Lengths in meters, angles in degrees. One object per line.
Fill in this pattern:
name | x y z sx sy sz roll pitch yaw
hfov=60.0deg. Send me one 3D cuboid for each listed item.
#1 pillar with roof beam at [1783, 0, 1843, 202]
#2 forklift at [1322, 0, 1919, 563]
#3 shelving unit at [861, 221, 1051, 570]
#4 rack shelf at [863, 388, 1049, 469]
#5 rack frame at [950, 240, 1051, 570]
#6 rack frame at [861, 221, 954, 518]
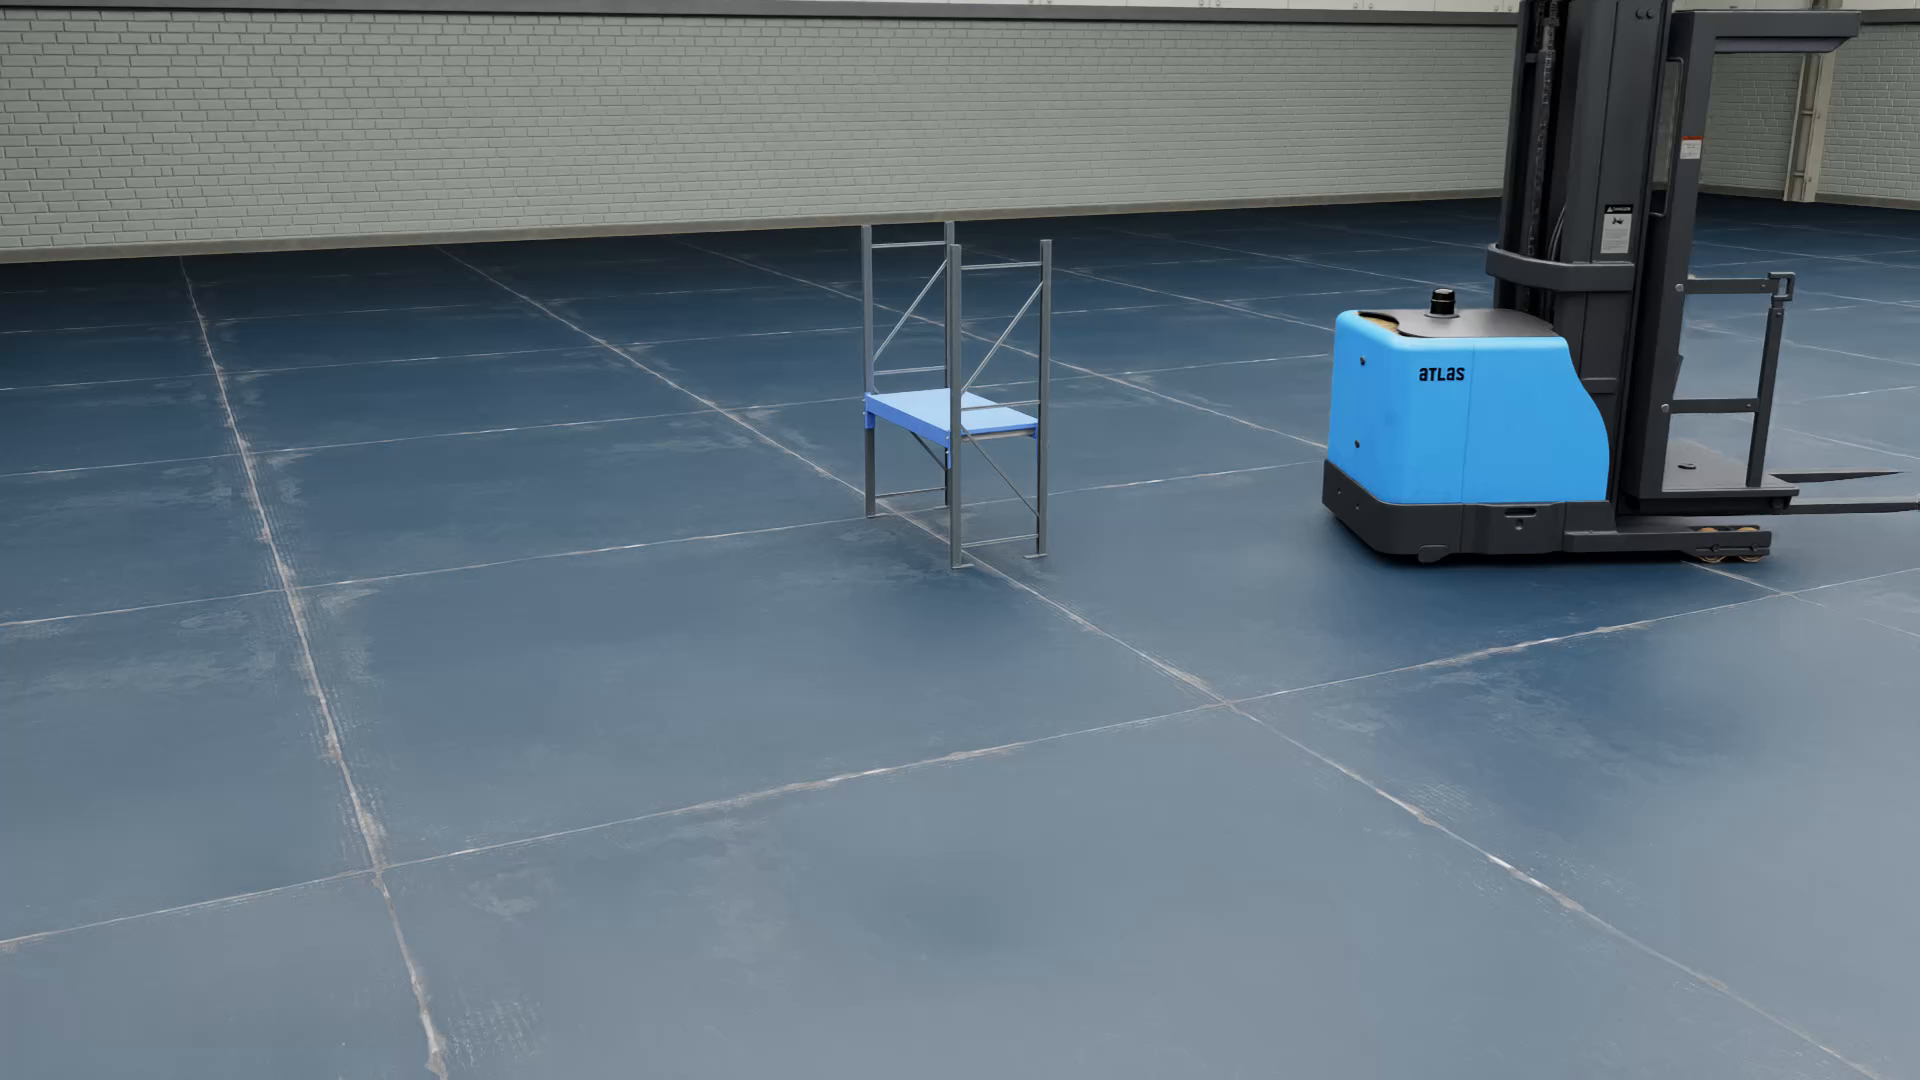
pillar with roof beam | 10.487 -9.602 25.395 9.100 9.000 0.400 -8 18 -25
forklift | 3.428 -1.444 7.969 3.031 2.935 1.130 -1 16 -4
shelving unit | -0.037 -0.742 8.117 0.538 1.500 1.048 -8 18 -25
rack shelf | -0.037 -0.569 8.167 0.538 0.185 1.000 -8 18 -25
rack frame | 0.185 -0.616 7.678 0.500 1.500 0.032 -8 18 -25
rack frame | -0.260 -0.868 8.557 0.500 1.500 0.032 -8 18 -25
